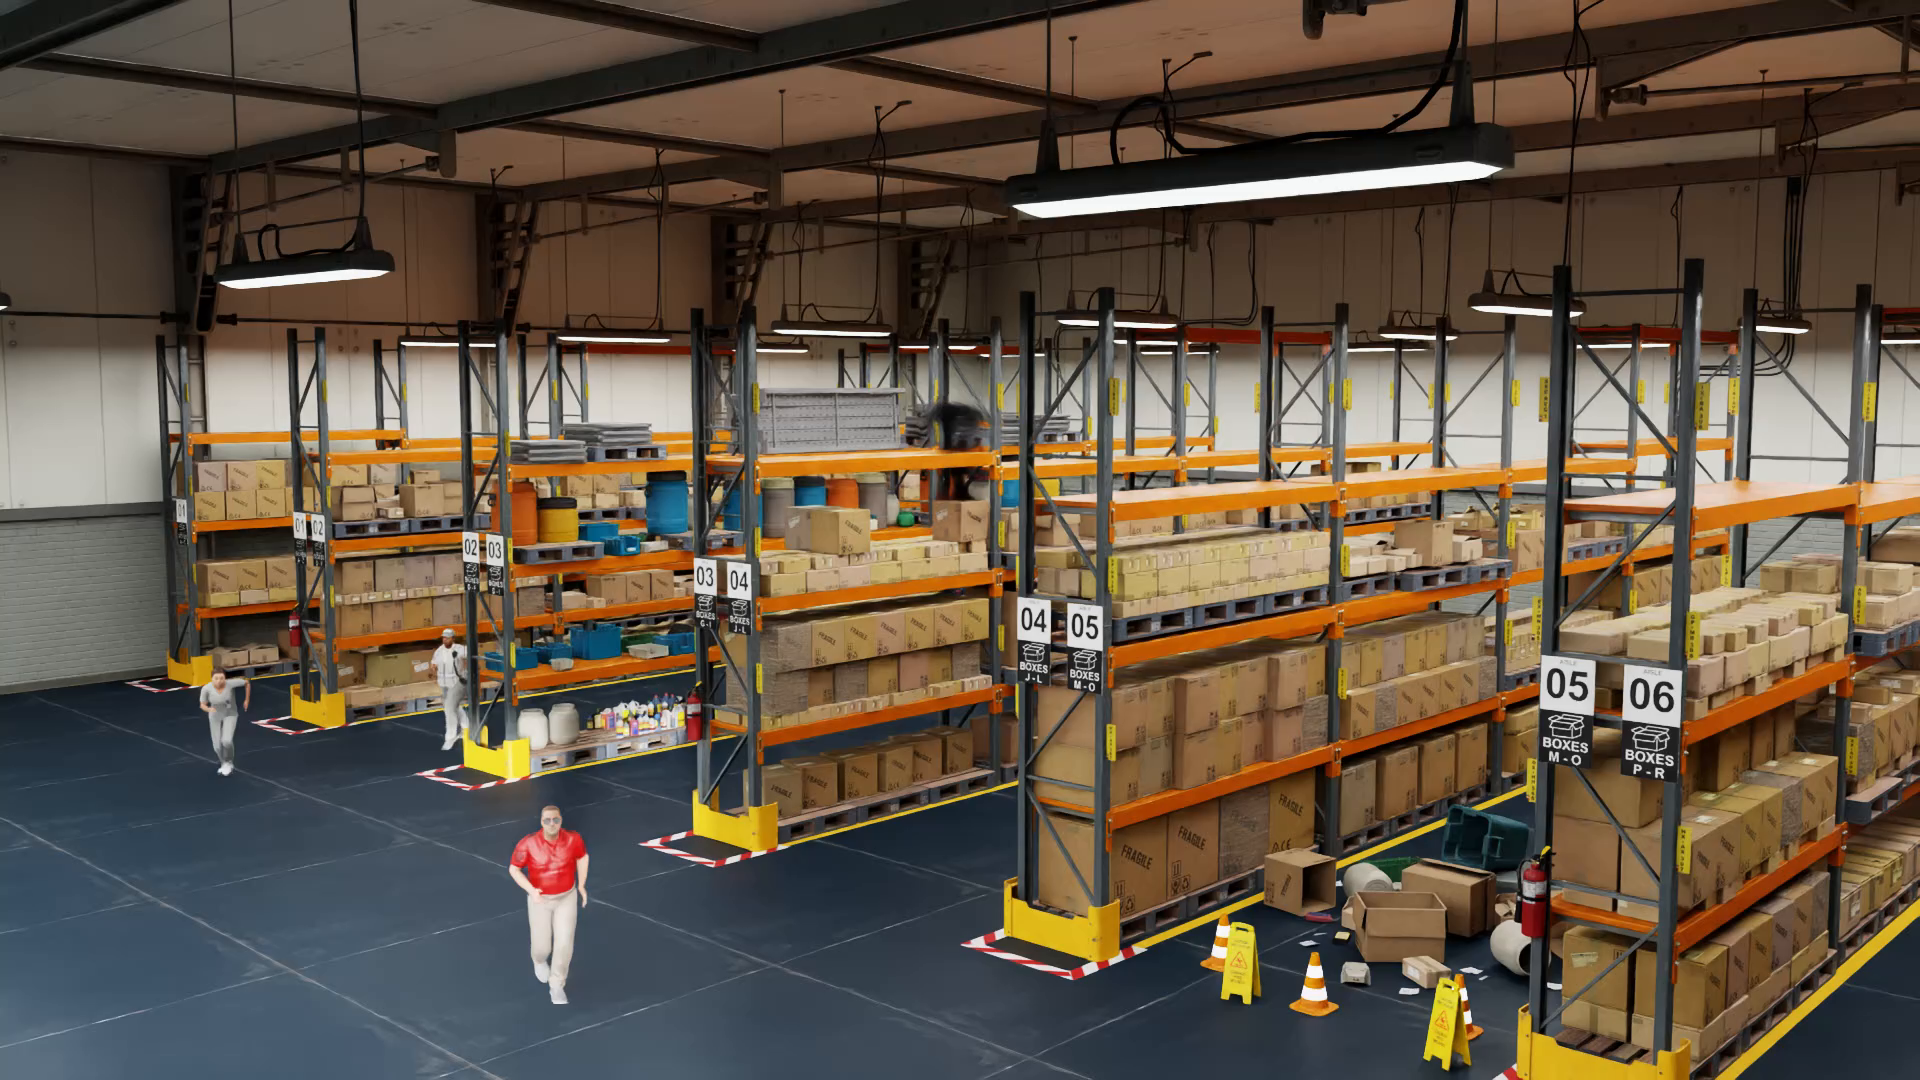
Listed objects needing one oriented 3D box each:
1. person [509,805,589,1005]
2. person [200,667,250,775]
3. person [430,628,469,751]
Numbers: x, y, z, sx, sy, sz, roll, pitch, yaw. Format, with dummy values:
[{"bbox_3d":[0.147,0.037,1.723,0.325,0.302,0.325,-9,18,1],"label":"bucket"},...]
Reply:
[{"bbox_3d":[-3.458,3.030,14.035,0.663,1.674,0.772,-2,6,-19],"label":"person"},{"bbox_3d":[-9.600,2.359,21.763,0.595,1.505,0.888,-2,6,-18],"label":"person"},{"bbox_3d":[-7.244,2.108,23.767,0.550,1.724,0.842,2,6,24],"label":"person"}]
